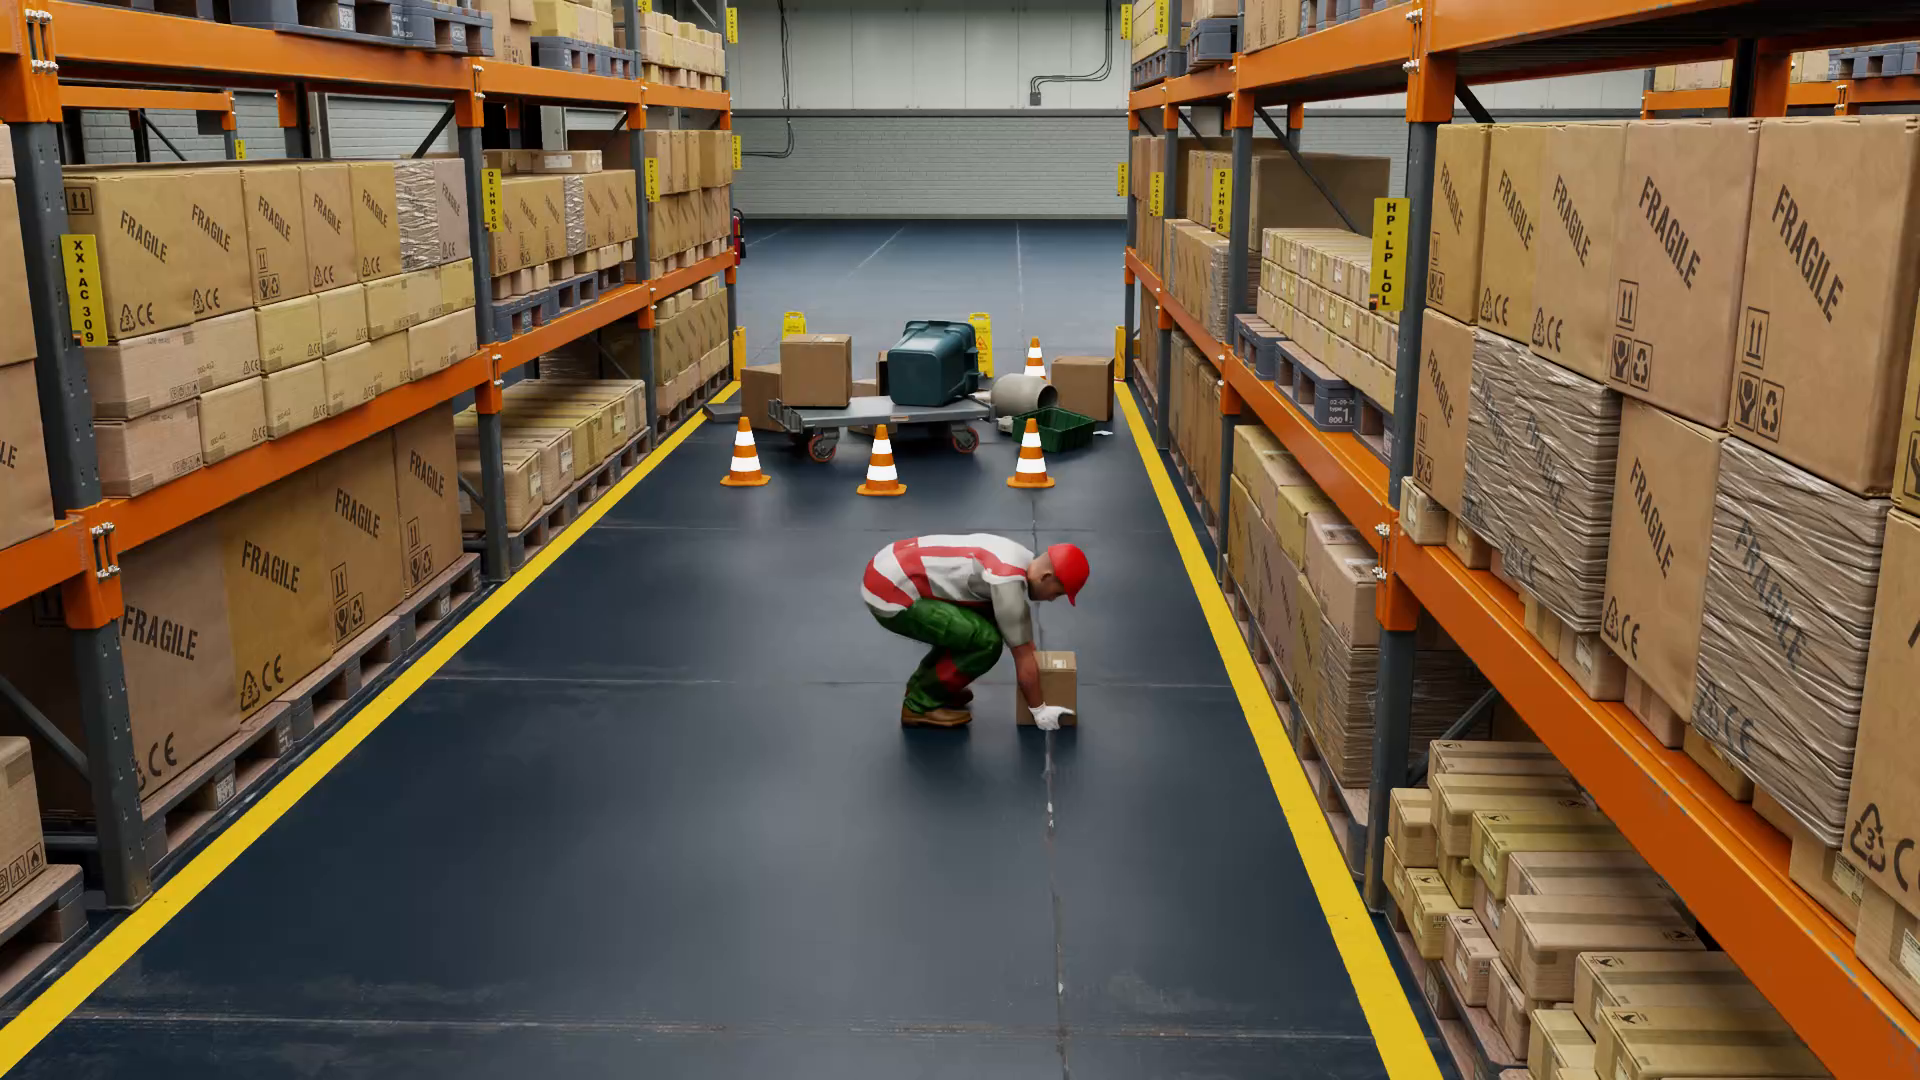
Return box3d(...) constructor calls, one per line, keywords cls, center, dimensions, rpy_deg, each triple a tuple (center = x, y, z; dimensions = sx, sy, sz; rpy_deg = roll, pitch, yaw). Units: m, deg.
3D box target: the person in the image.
box3d(cls="person", center=(0.064, 0.380, 7.056), dimensions=(0.964, 0.810, 0.524), rpy_deg=(0, 14, 0))
